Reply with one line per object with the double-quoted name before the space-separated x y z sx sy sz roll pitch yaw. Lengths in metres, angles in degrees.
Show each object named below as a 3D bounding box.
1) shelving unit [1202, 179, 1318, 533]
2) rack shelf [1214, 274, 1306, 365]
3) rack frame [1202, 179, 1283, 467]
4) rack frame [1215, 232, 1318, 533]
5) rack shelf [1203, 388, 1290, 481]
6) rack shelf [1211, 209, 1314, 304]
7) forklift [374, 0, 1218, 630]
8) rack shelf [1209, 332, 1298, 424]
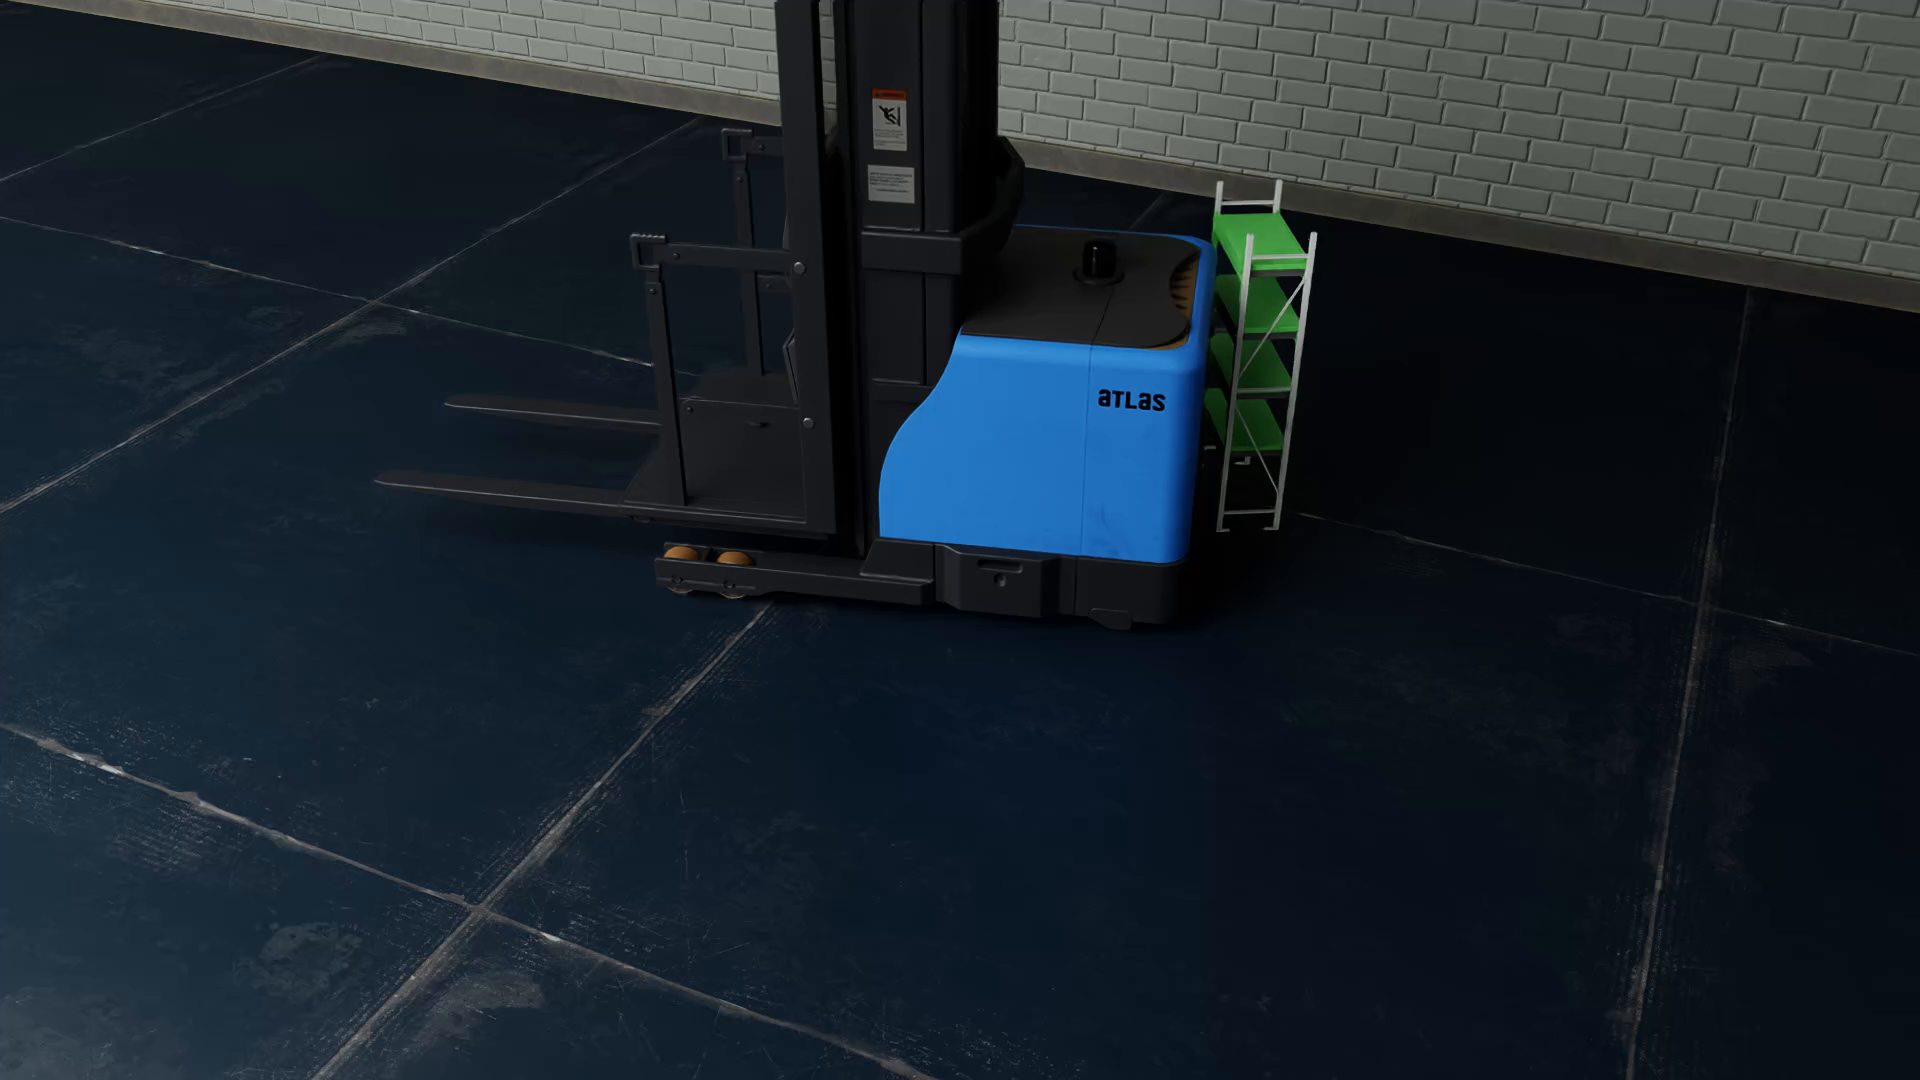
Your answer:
"shelving unit" 1.072 -0.672 6.178 0.258 1.200 0.503 -2 33 -4
"rack shelf" 1.073 -0.819 6.082 0.258 0.148 0.480 -2 33 -4
"rack frame" 1.052 -0.805 6.382 0.240 1.200 0.015 -2 33 -4
"rack frame" 1.091 -0.538 5.975 0.240 1.200 0.015 -2 33 -4
"rack shelf" 1.070 -0.417 6.345 0.258 0.148 0.480 -2 33 -4
"rack shelf" 1.074 -1.020 5.950 0.258 0.148 0.480 -2 33 -4
"forklift" -0.633 -1.296 5.553 3.031 2.935 1.130 5 34 8
"rack shelf" 1.071 -0.618 6.213 0.258 0.148 0.480 -2 33 -4
